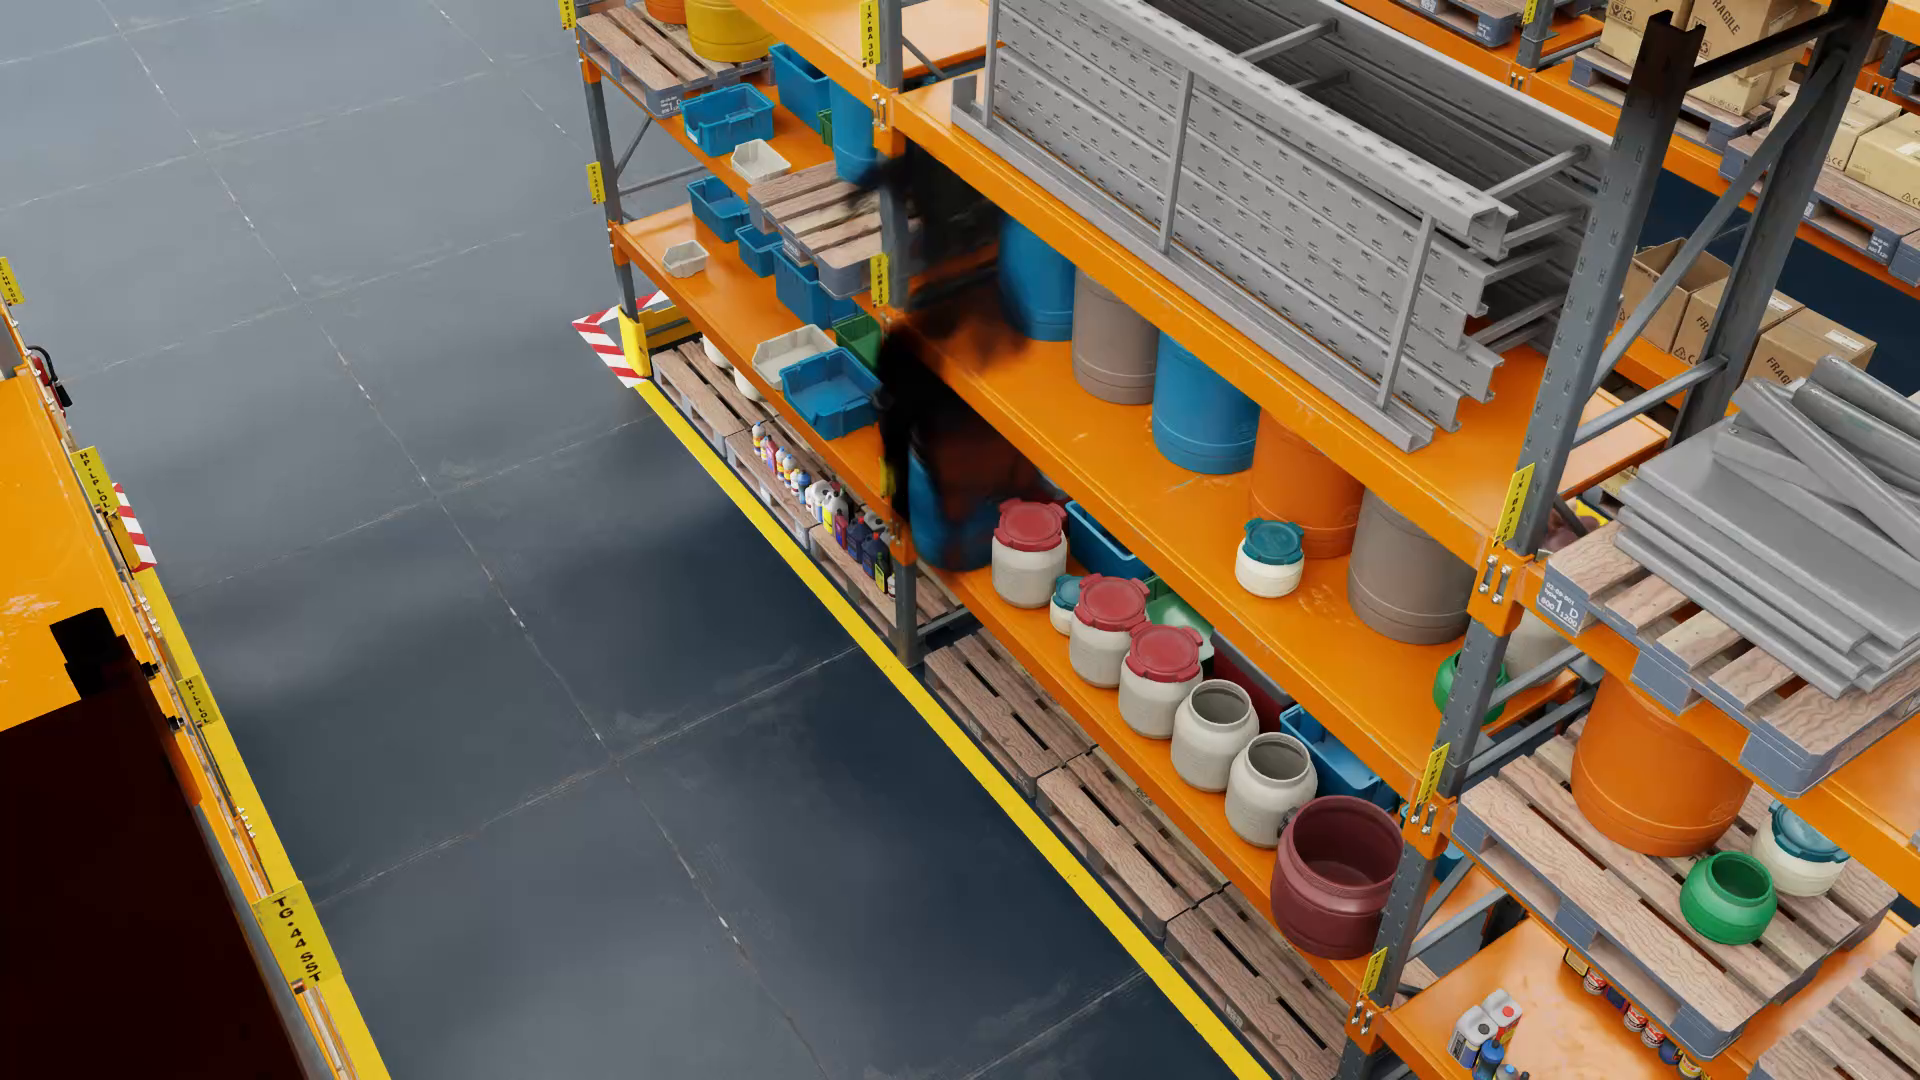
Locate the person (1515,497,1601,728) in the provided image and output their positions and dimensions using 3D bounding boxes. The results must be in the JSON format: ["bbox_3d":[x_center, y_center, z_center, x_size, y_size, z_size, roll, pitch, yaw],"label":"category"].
[{"bbox_3d":[3.482,0.497,9.576,0.704,1.700,0.798,-29,50,-28],"label":"person"}]
